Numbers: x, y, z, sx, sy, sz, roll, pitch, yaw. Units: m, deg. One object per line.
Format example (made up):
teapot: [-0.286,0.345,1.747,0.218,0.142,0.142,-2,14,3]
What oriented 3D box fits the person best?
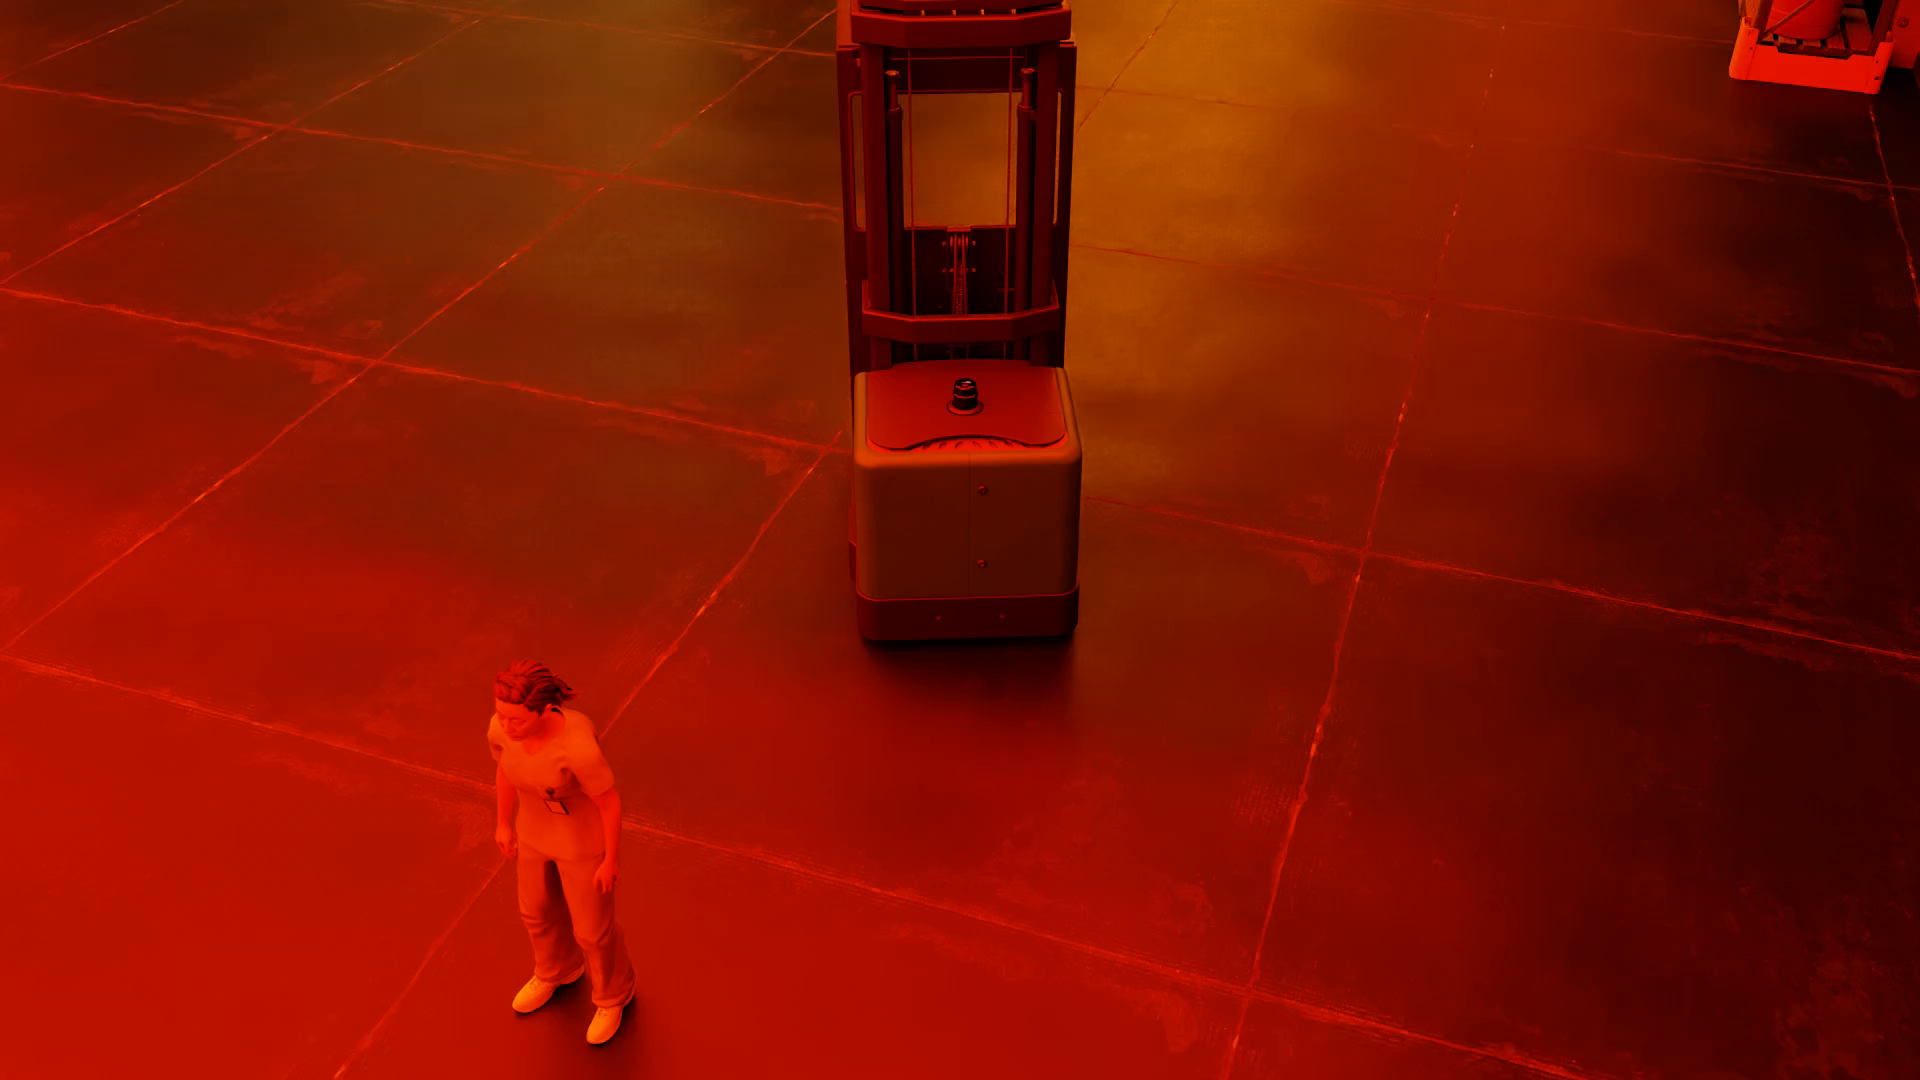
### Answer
person: [-1.376,1.044,5.731,0.504,1.667,0.353,15,38,20]

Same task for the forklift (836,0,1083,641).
forklift: [-0.029,-1.547,8.293,1.130,2.935,3.031,-2,35,-2]
